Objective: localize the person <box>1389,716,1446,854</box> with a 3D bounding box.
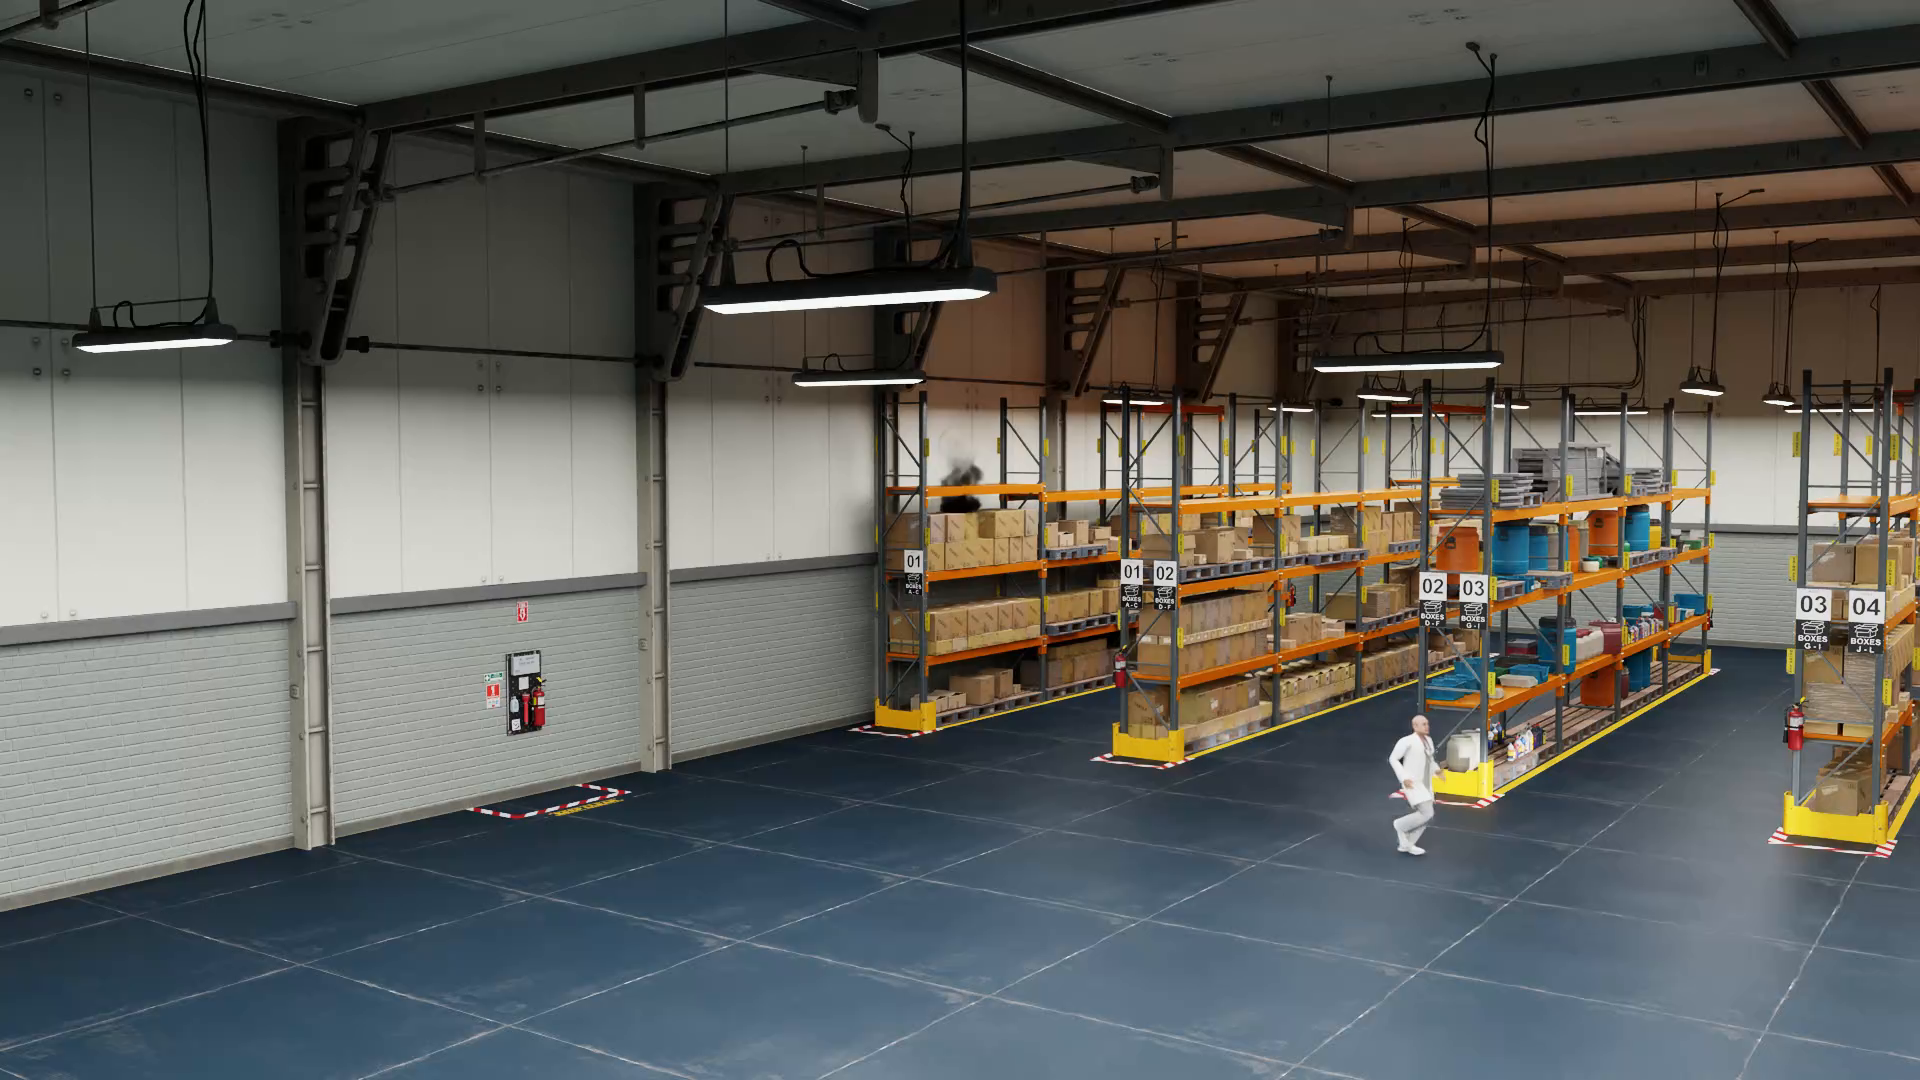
[{"bbox_3d":[5.645,3.009,20.386,0.650,1.717,0.627,-2,4,-38],"label":"person"}]
